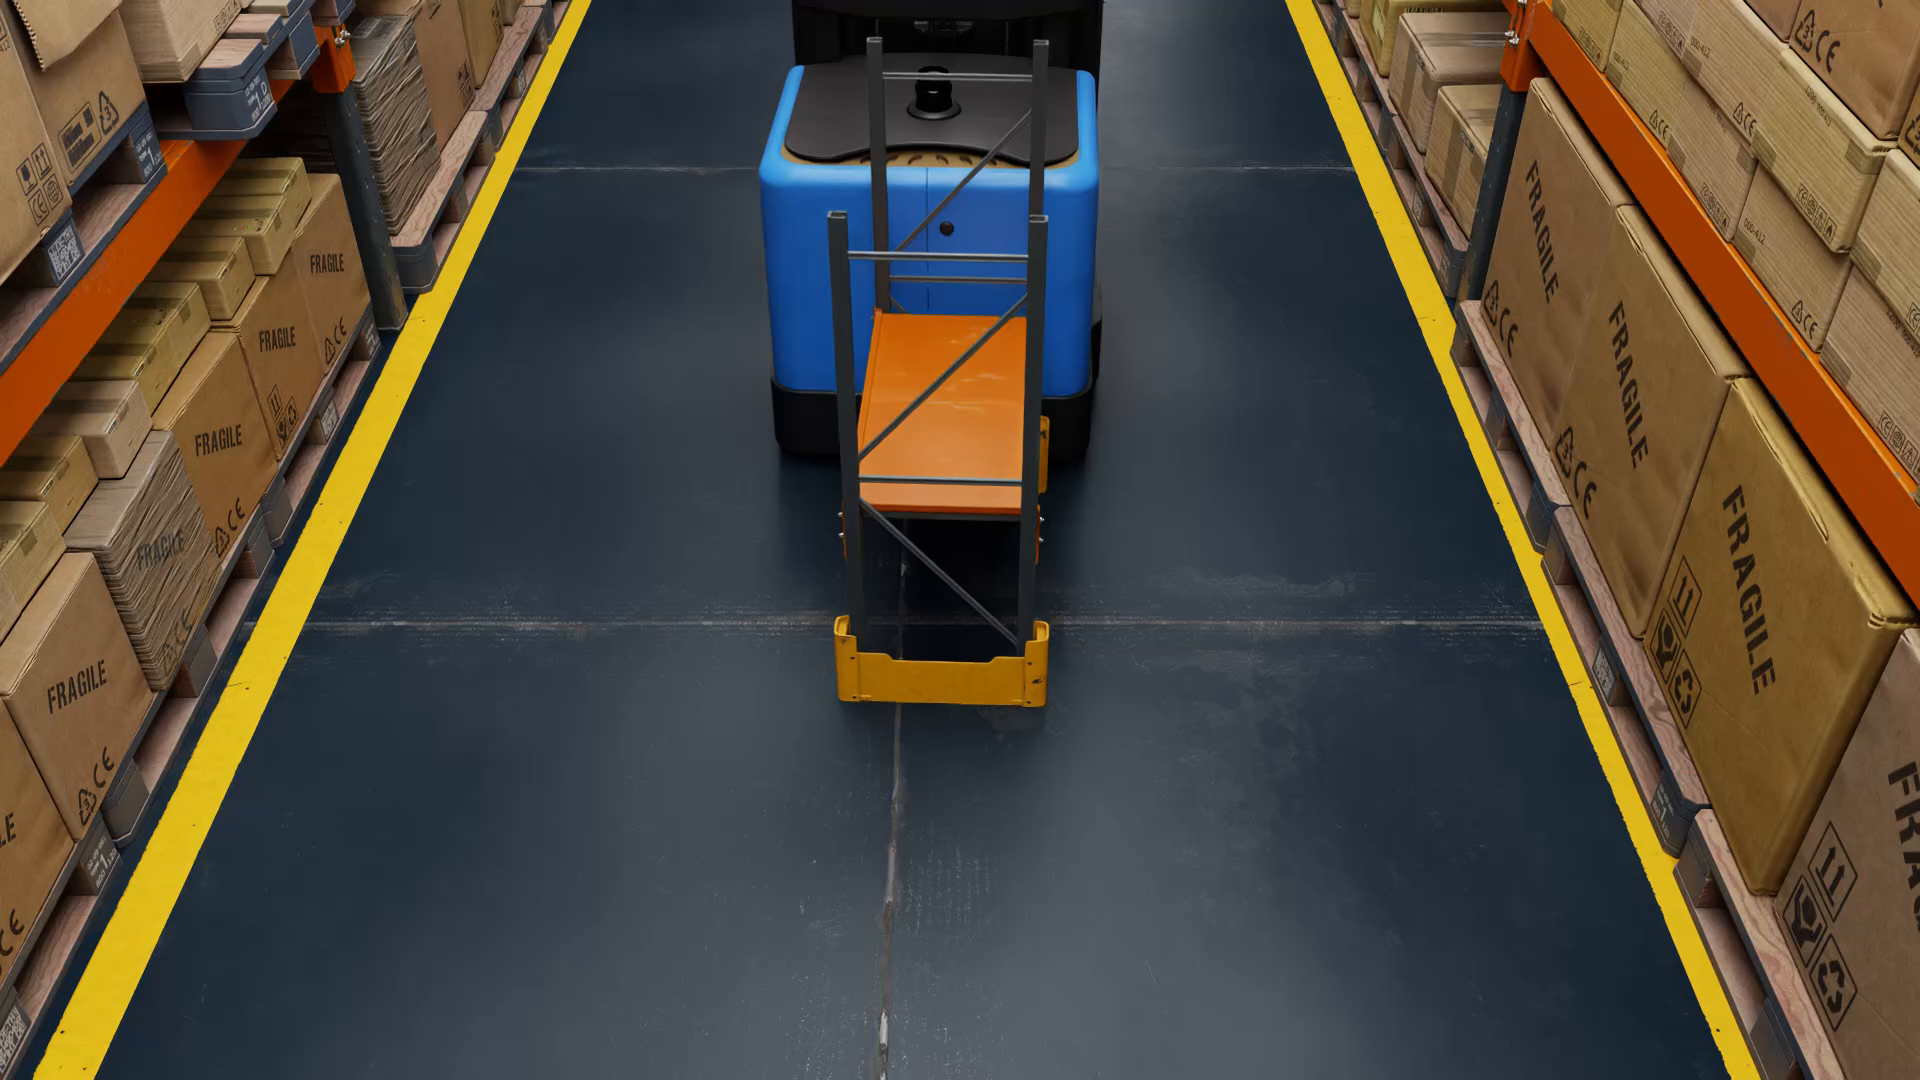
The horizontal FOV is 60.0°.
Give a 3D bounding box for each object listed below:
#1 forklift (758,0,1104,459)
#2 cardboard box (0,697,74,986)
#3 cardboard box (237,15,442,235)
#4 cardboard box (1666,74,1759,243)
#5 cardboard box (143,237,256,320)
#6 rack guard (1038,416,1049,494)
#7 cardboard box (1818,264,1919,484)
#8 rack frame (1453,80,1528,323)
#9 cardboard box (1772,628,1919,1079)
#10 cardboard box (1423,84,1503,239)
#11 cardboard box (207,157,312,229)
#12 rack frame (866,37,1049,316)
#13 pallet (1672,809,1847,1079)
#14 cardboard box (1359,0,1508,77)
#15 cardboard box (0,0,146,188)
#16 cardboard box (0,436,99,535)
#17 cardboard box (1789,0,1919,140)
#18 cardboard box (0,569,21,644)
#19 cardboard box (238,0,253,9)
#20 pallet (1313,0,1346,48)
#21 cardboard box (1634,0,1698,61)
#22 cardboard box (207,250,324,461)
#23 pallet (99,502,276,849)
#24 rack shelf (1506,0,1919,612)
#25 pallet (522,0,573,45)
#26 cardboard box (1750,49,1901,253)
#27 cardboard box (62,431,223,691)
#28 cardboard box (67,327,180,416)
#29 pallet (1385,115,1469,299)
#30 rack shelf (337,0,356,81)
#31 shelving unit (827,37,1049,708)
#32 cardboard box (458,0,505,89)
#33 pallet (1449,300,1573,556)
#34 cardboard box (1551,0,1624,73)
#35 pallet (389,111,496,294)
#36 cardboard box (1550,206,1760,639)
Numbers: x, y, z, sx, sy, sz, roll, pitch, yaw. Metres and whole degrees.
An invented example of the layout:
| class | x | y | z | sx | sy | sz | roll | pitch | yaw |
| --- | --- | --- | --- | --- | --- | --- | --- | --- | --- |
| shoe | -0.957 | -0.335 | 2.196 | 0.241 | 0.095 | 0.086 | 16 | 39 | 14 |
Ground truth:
| class | x | y | z | sx | sy | sz | roll | pitch | yaw |
| --- | --- | --- | --- | --- | --- | --- | --- | --- | --- |
| forklift | -0.033 | -2.310 | 5.788 | 1.130 | 2.935 | 3.031 | 2 | 39 | 2 |
| cardboard box | -2.372 | 0.695 | 3.647 | 0.500 | 0.500 | 0.500 | -1 | 39 | -1 |
| cardboard box | -2.578 | -1.610 | 6.423 | 0.875 | 0.625 | 0.625 | 1 | 39 | 1 |
| cardboard box | 2.135 | -0.975 | 4.187 | 0.500 | 0.250 | 0.500 | 1 | 39 | 1 |
| cardboard box | -2.350 | -0.780 | 4.969 | 0.380 | 0.149 | 0.250 | -1 | 39 | -2 |
| rack guard | -0.007 | -0.283 | 5.404 | 0.587 | 0.250 | 0.087 | 2 | 39 | 2 |
| cardboard box | 2.144 | -0.343 | 3.399 | 0.500 | 0.250 | 0.500 | -1 | 39 | -1 |
| rack frame | 2.373 | -1.988 | 5.333 | 1.000 | 3.000 | 0.127 | 0 | 39 | 0 |
| cardboard box | 2.297 | 0.791 | 3.228 | 0.875 | 0.875 | 0.875 | 1 | 39 | 1 |
| cardboard box | 2.382 | -1.480 | 6.464 | 0.950 | 0.372 | 0.625 | -2 | 39 | -3 |
| cardboard box | -2.337 | -1.115 | 5.388 | 0.380 | 0.149 | 0.250 | -2 | 39 | -2 |
| rack frame | -0.007 | -0.783 | 5.028 | 0.500 | 1.500 | 0.032 | 2 | 39 | 2 |
| pallet | 2.301 | 1.119 | 3.685 | 1.003 | 0.211 | 1.213 | 0 | 39 | 0 |
| cardboard box | 2.378 | -2.416 | 7.632 | 0.950 | 0.372 | 0.625 | 1 | 39 | 1 |
| cardboard box | -2.404 | -1.166 | 3.888 | 0.797 | 0.503 | 0.637 | -1 | 39 | -1 |
| cardboard box | -2.414 | -0.133 | 4.161 | 0.380 | 0.149 | 0.250 | 0 | 39 | 0 |
| cardboard box | 2.121 | -1.160 | 3.419 | 0.500 | 0.500 | 0.500 | 1 | 39 | 1 |
| cardboard box | -2.387 | 0.191 | 3.757 | 0.380 | 0.149 | 0.250 | 0 | 39 | 0 |
| cardboard box | -2.207 | -1.638 | 4.760 | 0.380 | 0.149 | 0.250 | 1 | 39 | 1 |
| pallet | 2.370 | -2.915 | 8.718 | 1.003 | 0.211 | 1.213 | 0 | 39 | 0 |
| cardboard box | 2.126 | -1.485 | 4.424 | 0.500 | 0.250 | 0.500 | 1 | 39 | 1 |
| cardboard box | -2.385 | -0.594 | 5.255 | 0.500 | 0.500 | 0.500 | -1 | 39 | -1 |
| pallet | -2.629 | 0.334 | 4.665 | 1.003 | 0.211 | 1.213 | 0 | 39 | 0 |
| rack shelf | 2.375 | -0.457 | 3.997 | 1.077 | 0.370 | 4.000 | 0 | 39 | 0 |
| pallet | -2.556 | -2.935 | 8.744 | 1.003 | 0.211 | 1.213 | 0 | 39 | 0 |
| cardboard box | 2.101 | -0.856 | 3.639 | 0.500 | 0.250 | 0.500 | 1 | 39 | 1 |
| cardboard box | -2.363 | 0.058 | 4.442 | 0.500 | 0.500 | 0.500 | -1 | 39 | -2 |
| cardboard box | -2.394 | -0.459 | 4.568 | 0.380 | 0.149 | 0.250 | -1 | 39 | -1 |
| pallet | 2.373 | -1.389 | 6.814 | 1.003 | 0.211 | 1.213 | 0 | 39 | 0 |
| rack shelf | -2.593 | -2.953 | 7.111 | 1.077 | 0.370 | 4.000 | 0 | 39 | 0 |
| shelving unit | -0.029 | -0.460 | 4.625 | 0.587 | 1.500 | 1.083 | 2 | 39 | 2 |
| cardboard box | -2.588 | -2.439 | 7.459 | 0.875 | 0.625 | 0.625 | -2 | 39 | -2 |
| pallet | 2.298 | -0.407 | 5.589 | 1.003 | 0.211 | 1.213 | 0 | 39 | 0 |
| cardboard box | 2.122 | -1.624 | 4.997 | 0.500 | 0.250 | 0.500 | -1 | 39 | -1 |
| pallet | -2.553 | -1.409 | 6.840 | 1.003 | 0.211 | 1.213 | 0 | 39 | 0 |
| cardboard box | 2.287 | -0.333 | 4.631 | 0.875 | 0.875 | 0.875 | 0 | 39 | 1 |
